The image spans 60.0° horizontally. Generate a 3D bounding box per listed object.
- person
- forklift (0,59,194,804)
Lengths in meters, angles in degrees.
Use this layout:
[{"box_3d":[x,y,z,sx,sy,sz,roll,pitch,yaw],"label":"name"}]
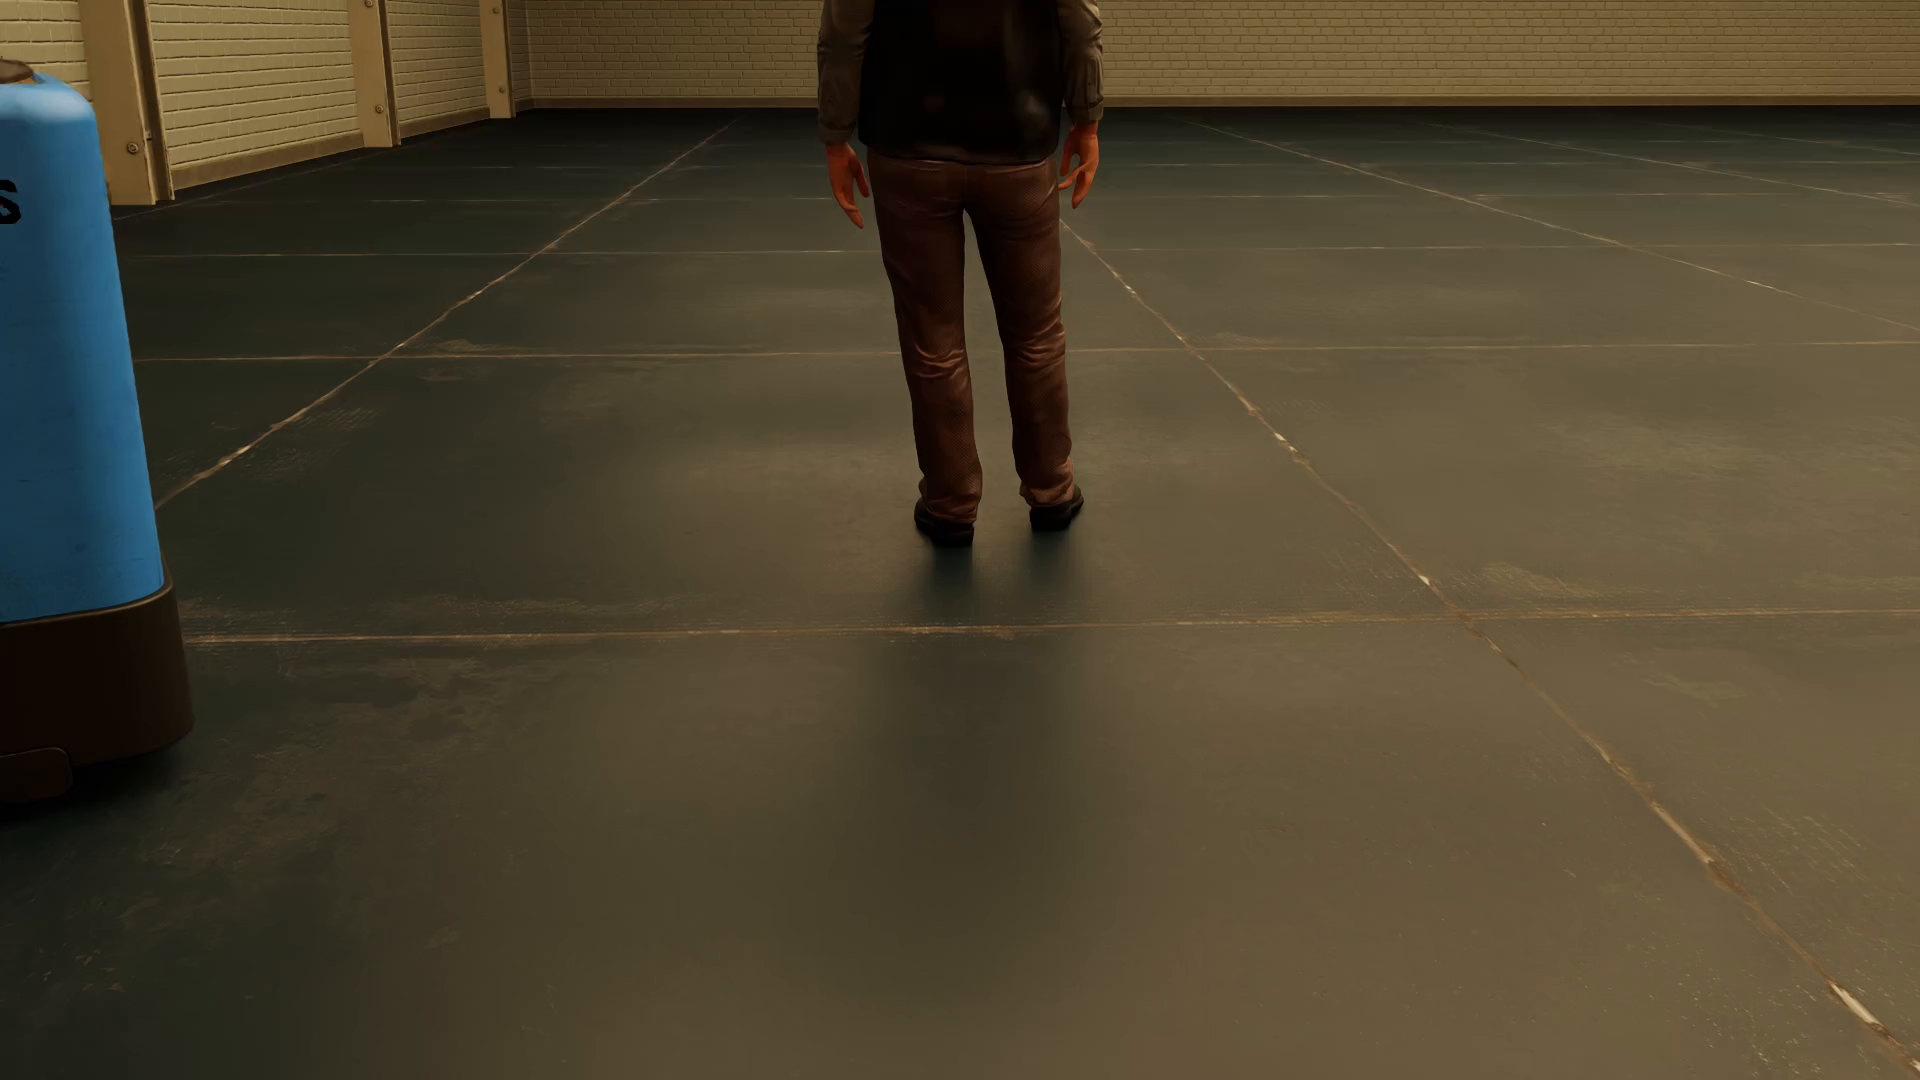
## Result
[{"box_3d":[0.004,-0.848,3.725,0.633,1.722,0.566,-1,17,-3],"label":"person"},{"box_3d":[-2.773,-0.927,1.937,3.031,2.935,1.130,-9,19,-28],"label":"forklift"}]
